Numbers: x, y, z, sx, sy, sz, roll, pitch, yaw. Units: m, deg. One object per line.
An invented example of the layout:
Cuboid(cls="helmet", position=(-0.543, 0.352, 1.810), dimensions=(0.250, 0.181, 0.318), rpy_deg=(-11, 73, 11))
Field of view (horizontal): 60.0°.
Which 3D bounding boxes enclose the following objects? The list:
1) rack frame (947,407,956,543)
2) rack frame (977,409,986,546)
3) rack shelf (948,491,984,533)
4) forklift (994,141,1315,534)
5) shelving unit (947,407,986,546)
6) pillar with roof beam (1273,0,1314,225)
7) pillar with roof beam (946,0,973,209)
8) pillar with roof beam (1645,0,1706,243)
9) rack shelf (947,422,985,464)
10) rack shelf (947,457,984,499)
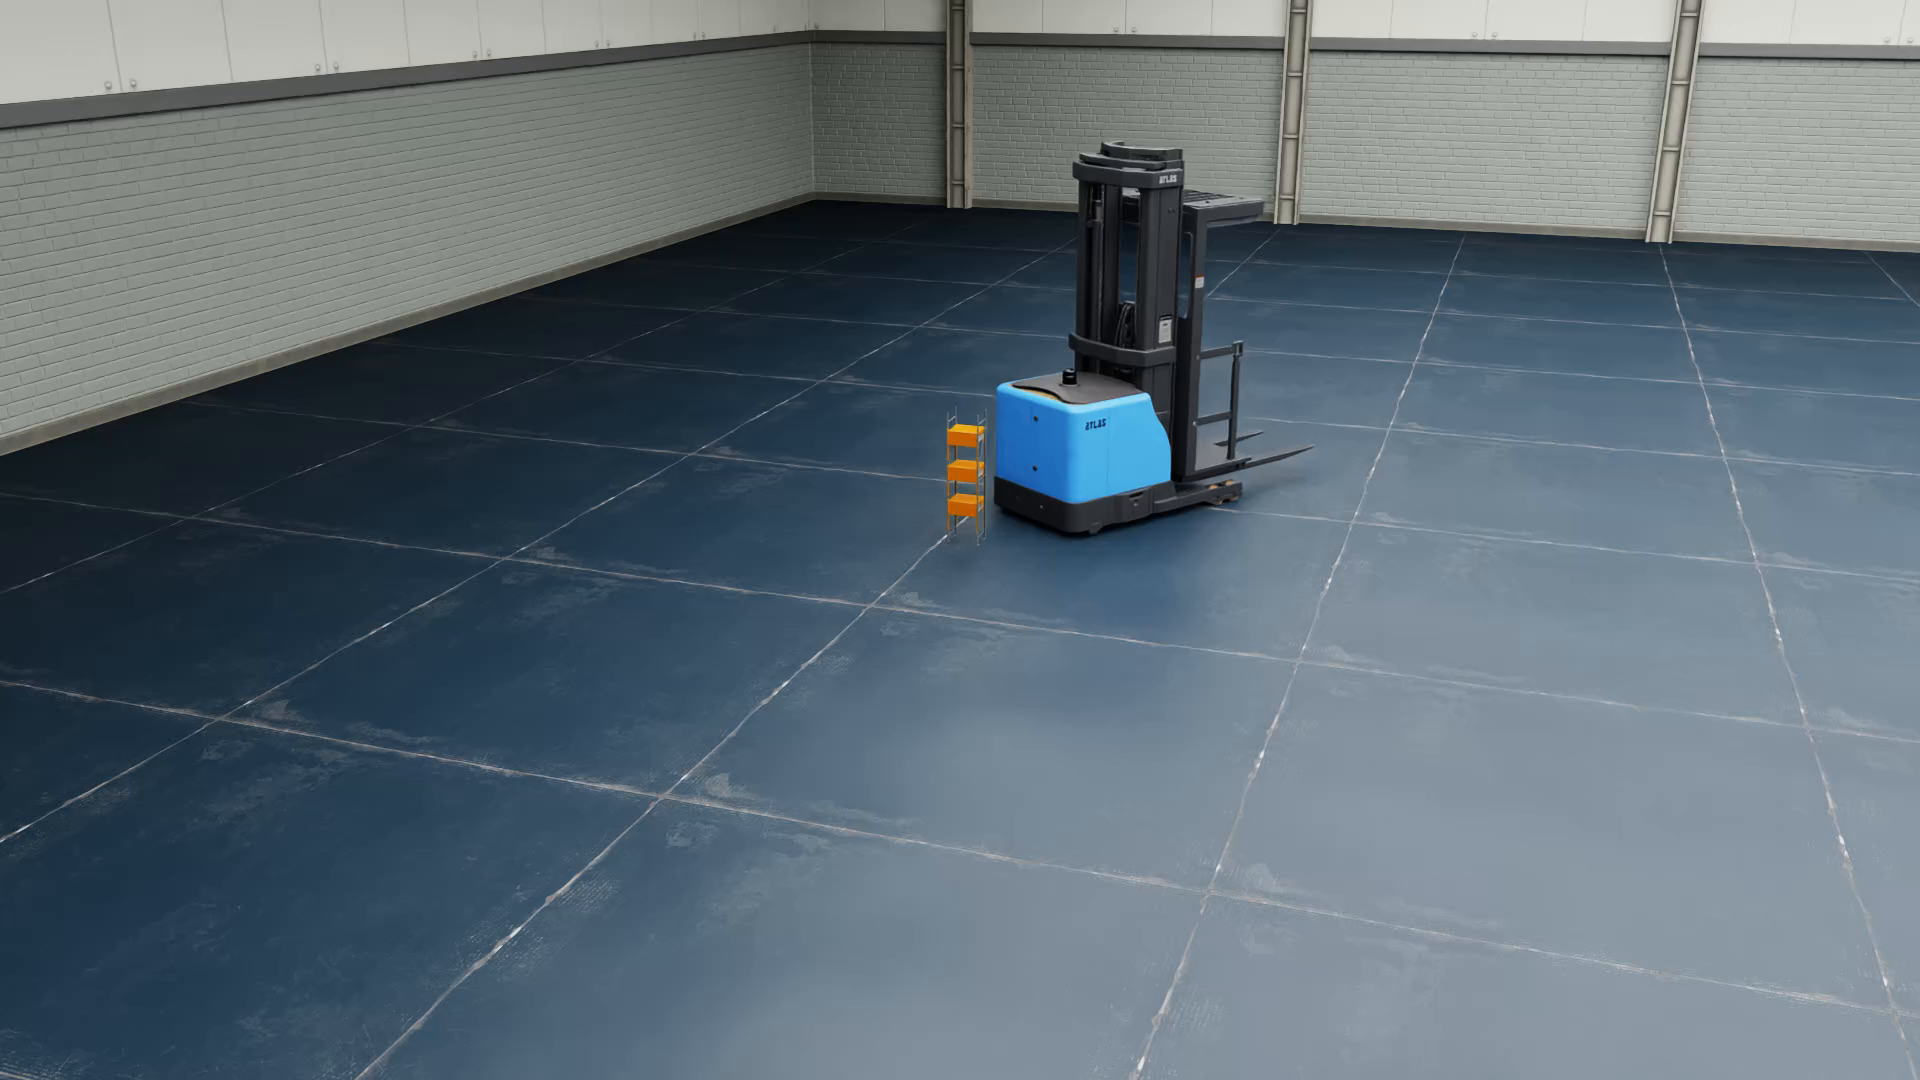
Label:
Cuboid(cls="rack frame", position=(-0.065, -0.503, 12.925), dimensions=(0.008, 1.050, 0.200), rpy_deg=(7, 20, 18))
Cuboid(cls="rack frame", position=(0.166, -0.477, 12.849), dimensions=(0.008, 1.050, 0.200), rpy_deg=(7, 20, 18))
Cuboid(cls="rack shelf", position=(0.051, -0.218, 12.982), dimensions=(0.240, 0.259, 0.215), rpy_deg=(7, 20, 18))
Cuboid(cls="forklift", position=(1.760, -1.798, 13.783), dimensions=(3.031, 2.935, 1.130), rpy_deg=(-14, 24, -35))
Cuboid(cls="shelving unit", position=(0.051, -0.490, 12.887), dimensions=(0.252, 1.050, 0.215), rpy_deg=(7, 20, 18))
Cuboid(cls="pillar with roof beam", position=(4.248, -8.407, 23.524), dimensions=(0.400, 9.000, 9.100), rpy_deg=(7, 20, 18))
Cuboid(cls="pillar with roof beam", position=(-1.420, -9.055, 25.383), dimensions=(0.400, 9.000, 9.100), rpy_deg=(7, 20, 18))
Cuboid(cls="pillar with roof beam", position=(9.916, -7.759, 21.665), dimensions=(0.400, 9.000, 9.100), rpy_deg=(7, 20, 18))
Cuboid(cls="rack shelf", position=(0.051, -0.748, 12.797), dimensions=(0.240, 0.259, 0.215), rpy_deg=(7, 20, 18))
Cuboid(cls="rack shelf", position=(0.051, -0.480, 12.890), dimensions=(0.240, 0.259, 0.215), rpy_deg=(7, 20, 18))
